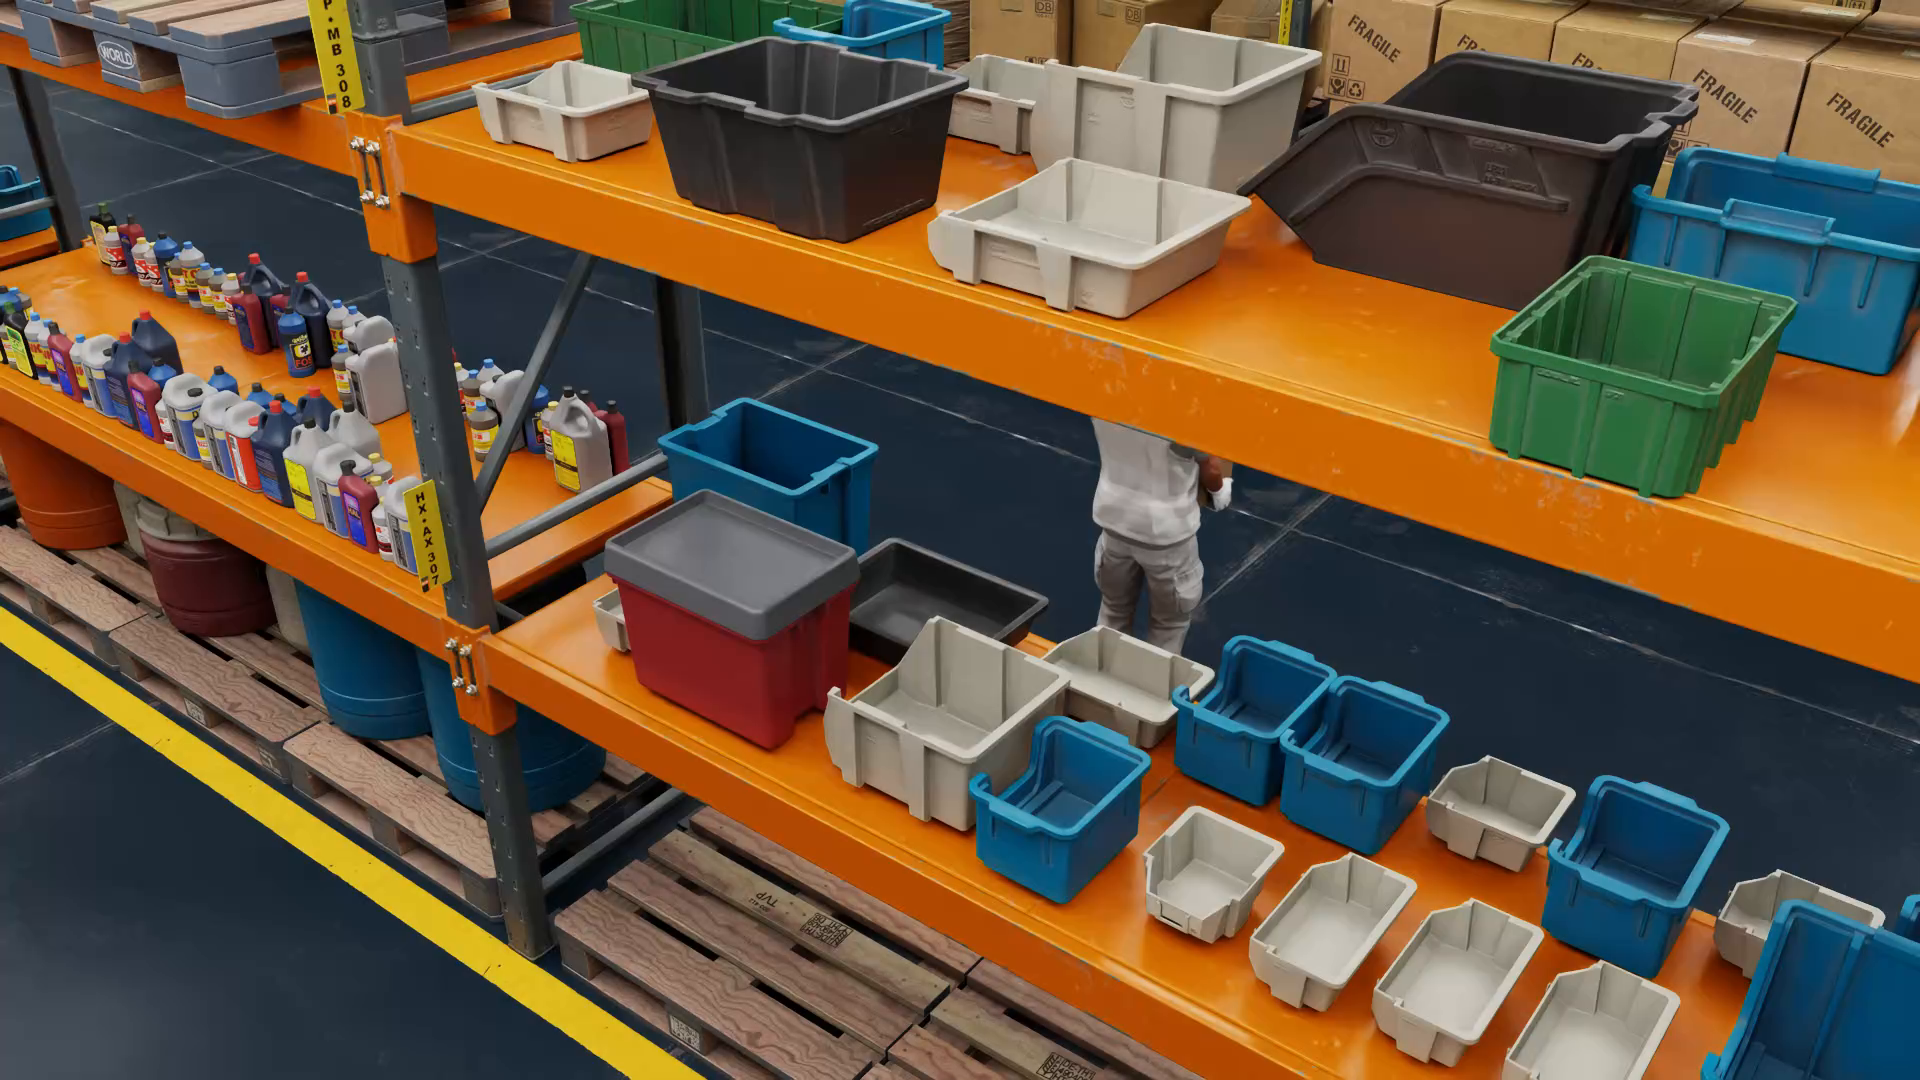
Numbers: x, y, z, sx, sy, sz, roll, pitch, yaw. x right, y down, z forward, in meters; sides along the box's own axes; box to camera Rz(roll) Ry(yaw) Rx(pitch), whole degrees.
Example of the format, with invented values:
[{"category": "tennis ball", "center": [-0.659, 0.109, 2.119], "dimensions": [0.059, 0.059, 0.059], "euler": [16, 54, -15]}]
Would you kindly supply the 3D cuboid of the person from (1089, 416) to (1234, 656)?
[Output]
[{"category": "person", "center": [0.753, -0.097, 6.274], "dimensions": [0.495, 1.785, 0.561], "euler": [22, 37, 32]}]
